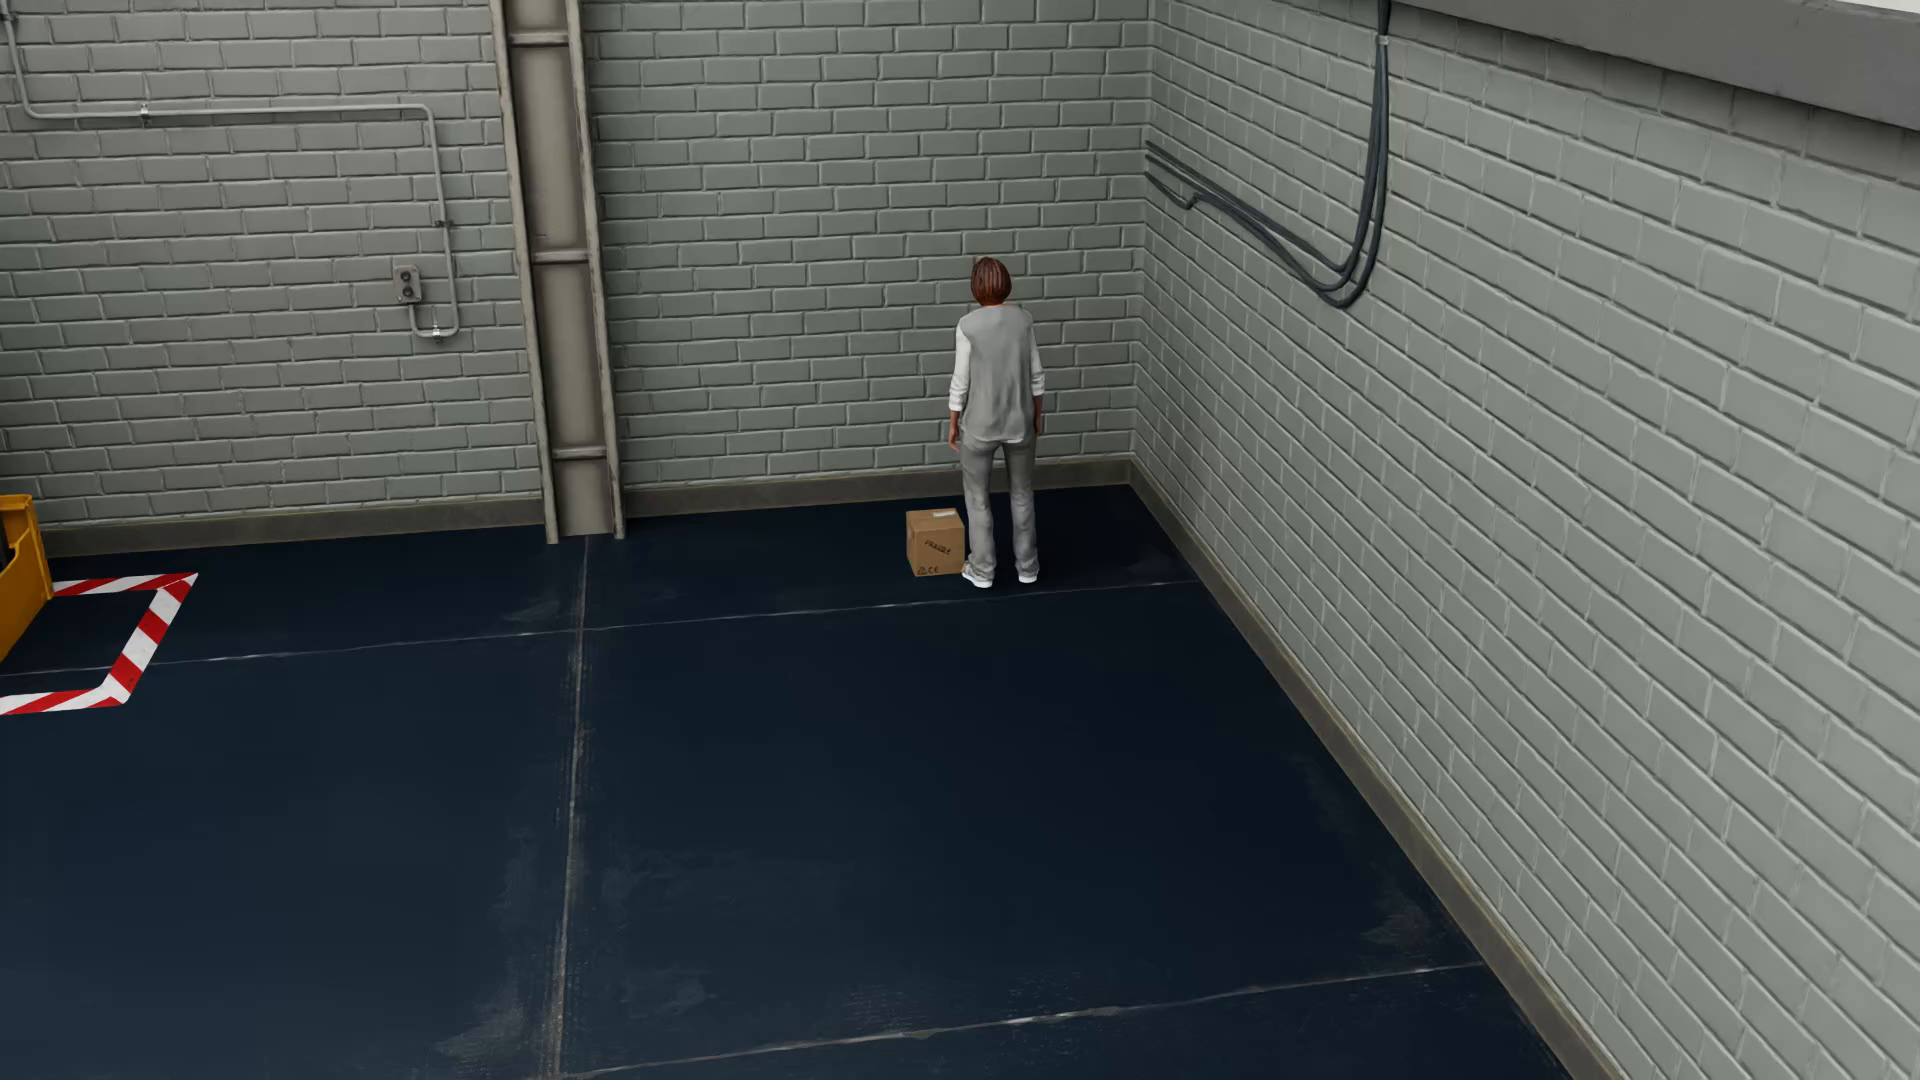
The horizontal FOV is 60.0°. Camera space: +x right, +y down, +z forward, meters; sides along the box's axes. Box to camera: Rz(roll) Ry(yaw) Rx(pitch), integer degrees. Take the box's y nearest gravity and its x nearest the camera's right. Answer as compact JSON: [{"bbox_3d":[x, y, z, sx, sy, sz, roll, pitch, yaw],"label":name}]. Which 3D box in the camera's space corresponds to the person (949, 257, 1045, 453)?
[{"bbox_3d":[0.166,-0.844,7.693,0.464,0.912,0.330,-6,24,-13],"label":"person"}]
